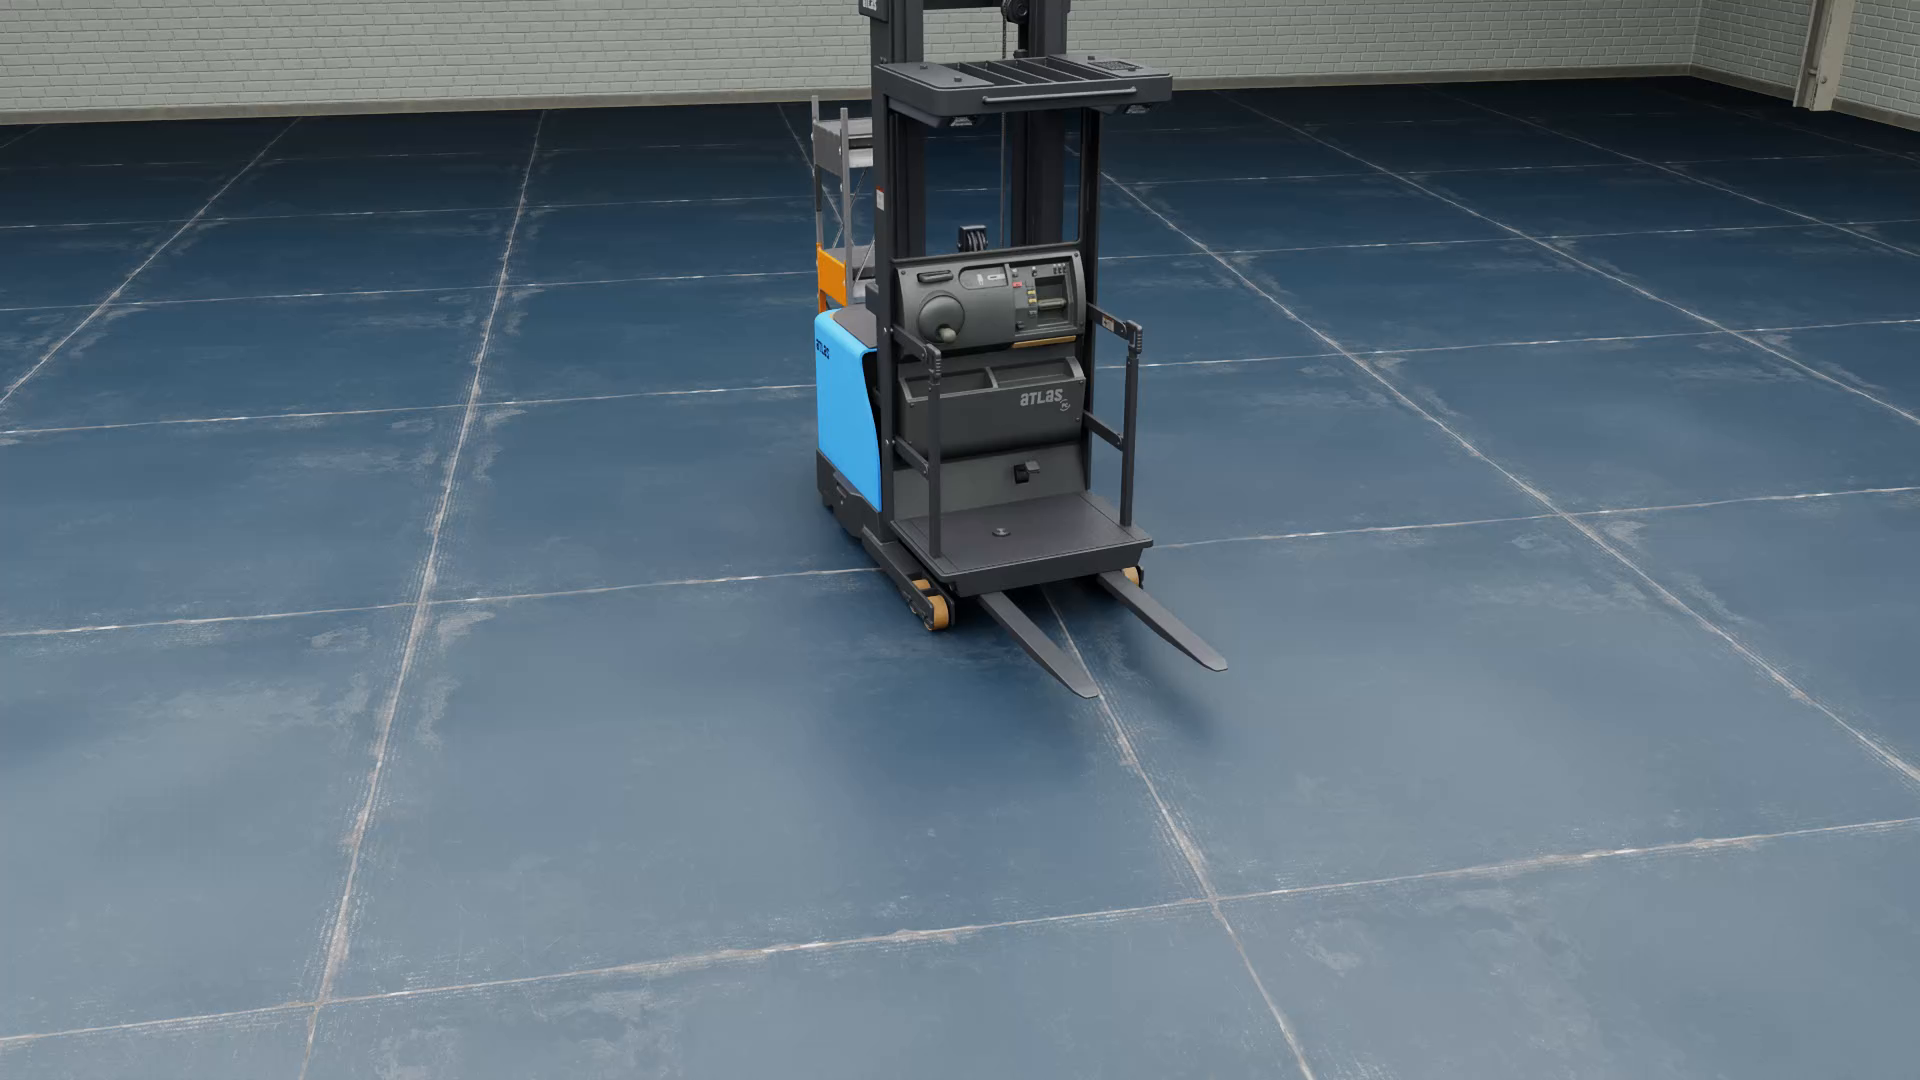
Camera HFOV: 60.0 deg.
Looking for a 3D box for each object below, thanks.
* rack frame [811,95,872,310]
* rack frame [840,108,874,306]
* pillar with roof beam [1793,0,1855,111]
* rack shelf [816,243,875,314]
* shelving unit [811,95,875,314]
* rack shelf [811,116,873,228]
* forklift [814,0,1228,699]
[{"bbox_3d":[-0.614,-1.471,9.495,0.400,2.100,0.015,-9,25,-21],"label":"rack frame"},{"bbox_3d":[-0.427,-1.296,9.079,0.400,2.100,0.015,-9,25,-21],"label":"rack frame"},{"bbox_3d":[6.841,-9.415,19.064,9.100,9.000,0.400,-4,24,-10],"label":"pillar with roof beam"},{"bbox_3d":[-0.520,-1.371,9.292,0.431,0.518,0.480,-9,25,-21],"label":"rack shelf"},{"bbox_3d":[-0.520,-1.384,9.287,0.431,2.100,0.503,-9,25,-21],"label":"shelving unit"},{"bbox_3d":[-0.524,-2.015,9.019,0.431,0.518,0.480,-9,25,-21],"label":"rack shelf"},{"bbox_3d":[0.239,-1.111,7.631,1.130,2.935,3.031,-9,25,-20],"label":"forklift"}]
